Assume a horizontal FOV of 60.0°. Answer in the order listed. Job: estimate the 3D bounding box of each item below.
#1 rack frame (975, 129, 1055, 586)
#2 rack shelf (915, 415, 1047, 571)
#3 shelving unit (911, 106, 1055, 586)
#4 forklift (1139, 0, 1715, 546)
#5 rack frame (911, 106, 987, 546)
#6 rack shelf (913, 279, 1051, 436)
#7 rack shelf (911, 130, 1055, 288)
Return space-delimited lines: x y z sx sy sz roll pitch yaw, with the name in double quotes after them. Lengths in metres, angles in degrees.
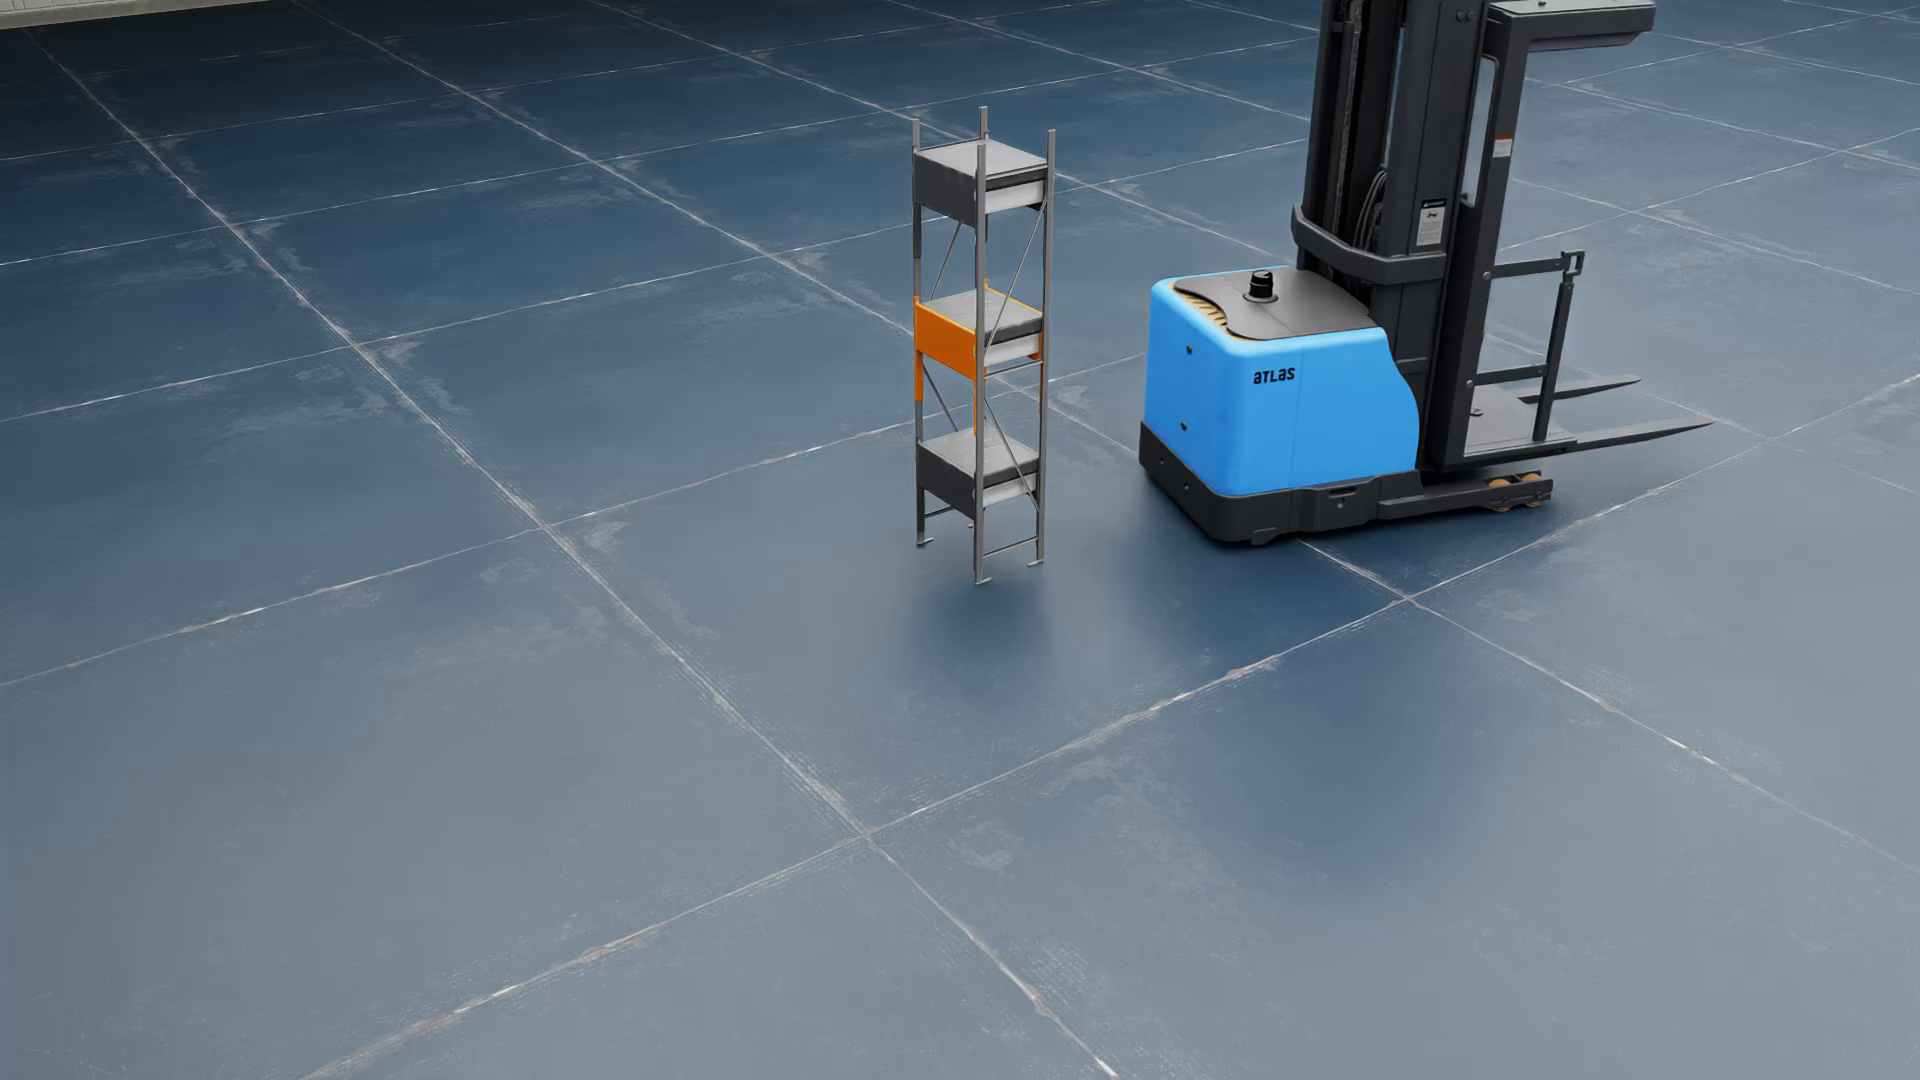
0.238 -0.763 7.456 0.400 2.100 0.015 -19 34 -31 "rack frame"
0.096 -0.231 7.971 0.431 0.518 0.480 -19 34 -31 "rack shelf"
0.096 -0.858 7.630 0.431 2.100 0.503 -19 34 -31 "shelving unit"
2.529 -1.662 8.239 3.031 2.935 1.130 -9 30 -16 "forklift"
-0.046 -0.953 7.805 0.400 2.100 0.015 -19 34 -31 "rack frame"
0.096 -0.846 7.637 0.431 0.518 0.480 -19 34 -31 "rack shelf"
0.096 -1.461 7.303 0.431 0.518 0.480 -19 34 -31 "rack shelf"
